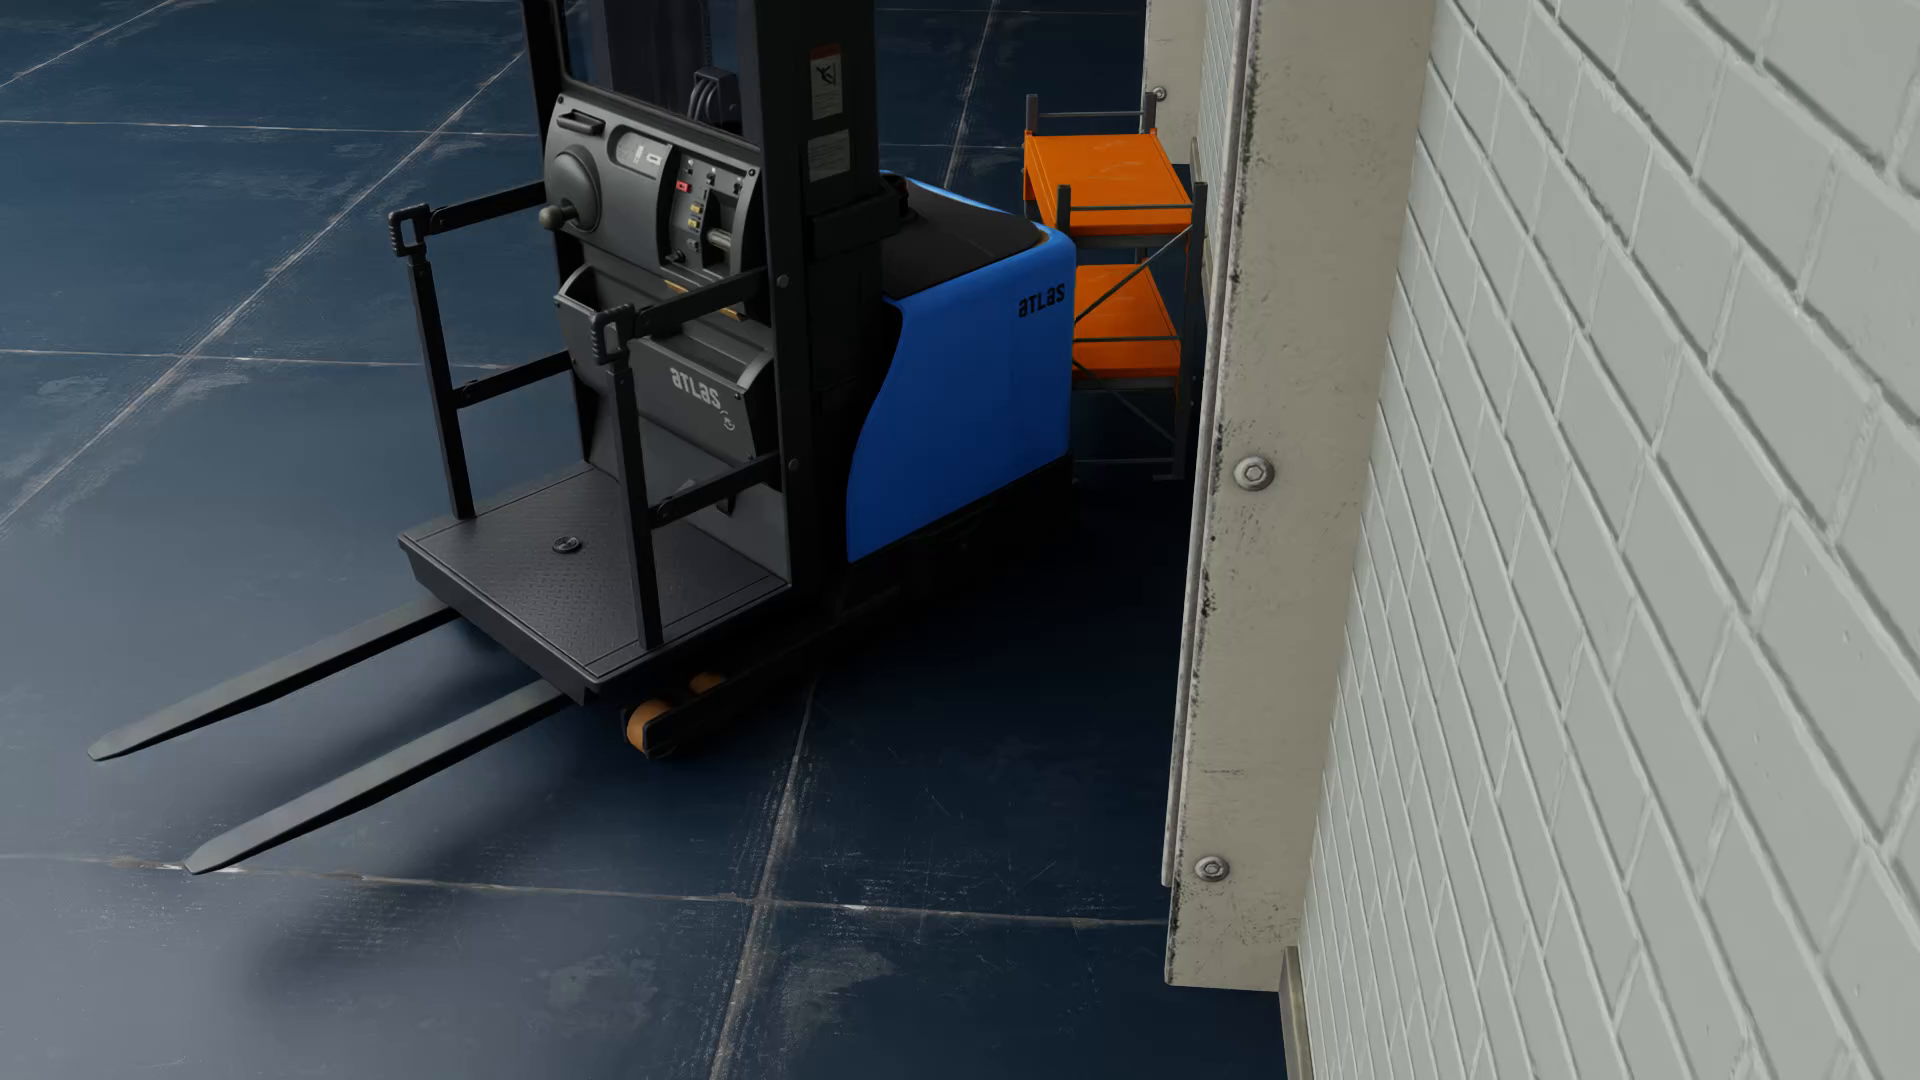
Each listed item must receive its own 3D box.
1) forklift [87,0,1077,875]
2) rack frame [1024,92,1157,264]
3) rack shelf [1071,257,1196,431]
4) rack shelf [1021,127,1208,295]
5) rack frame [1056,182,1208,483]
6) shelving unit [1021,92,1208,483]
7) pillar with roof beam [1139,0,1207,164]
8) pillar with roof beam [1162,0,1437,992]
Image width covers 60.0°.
[{"bbox_3d":[-1.013,-0.934,4.472,3.031,2.935,1.130,-28,41,-37],"label":"forklift"},{"bbox_3d":[0.506,-1.232,6.677,0.500,1.125,0.032,-2,32,-3],"label":"rack frame"},{"bbox_3d":[0.540,-0.758,6.373,0.538,0.278,1.000,-2,32,-3],"label":"rack shelf"},{"bbox_3d":[0.540,-1.215,6.092,0.538,0.278,1.000,-2,32,-3],"label":"rack shelf"},{"bbox_3d":[0.573,-0.700,5.813,0.500,1.125,0.032,-2,32,-3],"label":"rack frame"},{"bbox_3d":[0.540,-0.966,6.245,0.538,1.125,1.048,-2,32,-3],"label":"shelving unit"},{"bbox_3d":[-3.137,-6.177,7.197,9.100,9.000,0.400,2,32,4],"label":"pillar with roof beam"},{"bbox_3d":[-3.626,-3.040,2.106,9.100,9.000,0.400,2,32,4],"label":"pillar with roof beam"}]
